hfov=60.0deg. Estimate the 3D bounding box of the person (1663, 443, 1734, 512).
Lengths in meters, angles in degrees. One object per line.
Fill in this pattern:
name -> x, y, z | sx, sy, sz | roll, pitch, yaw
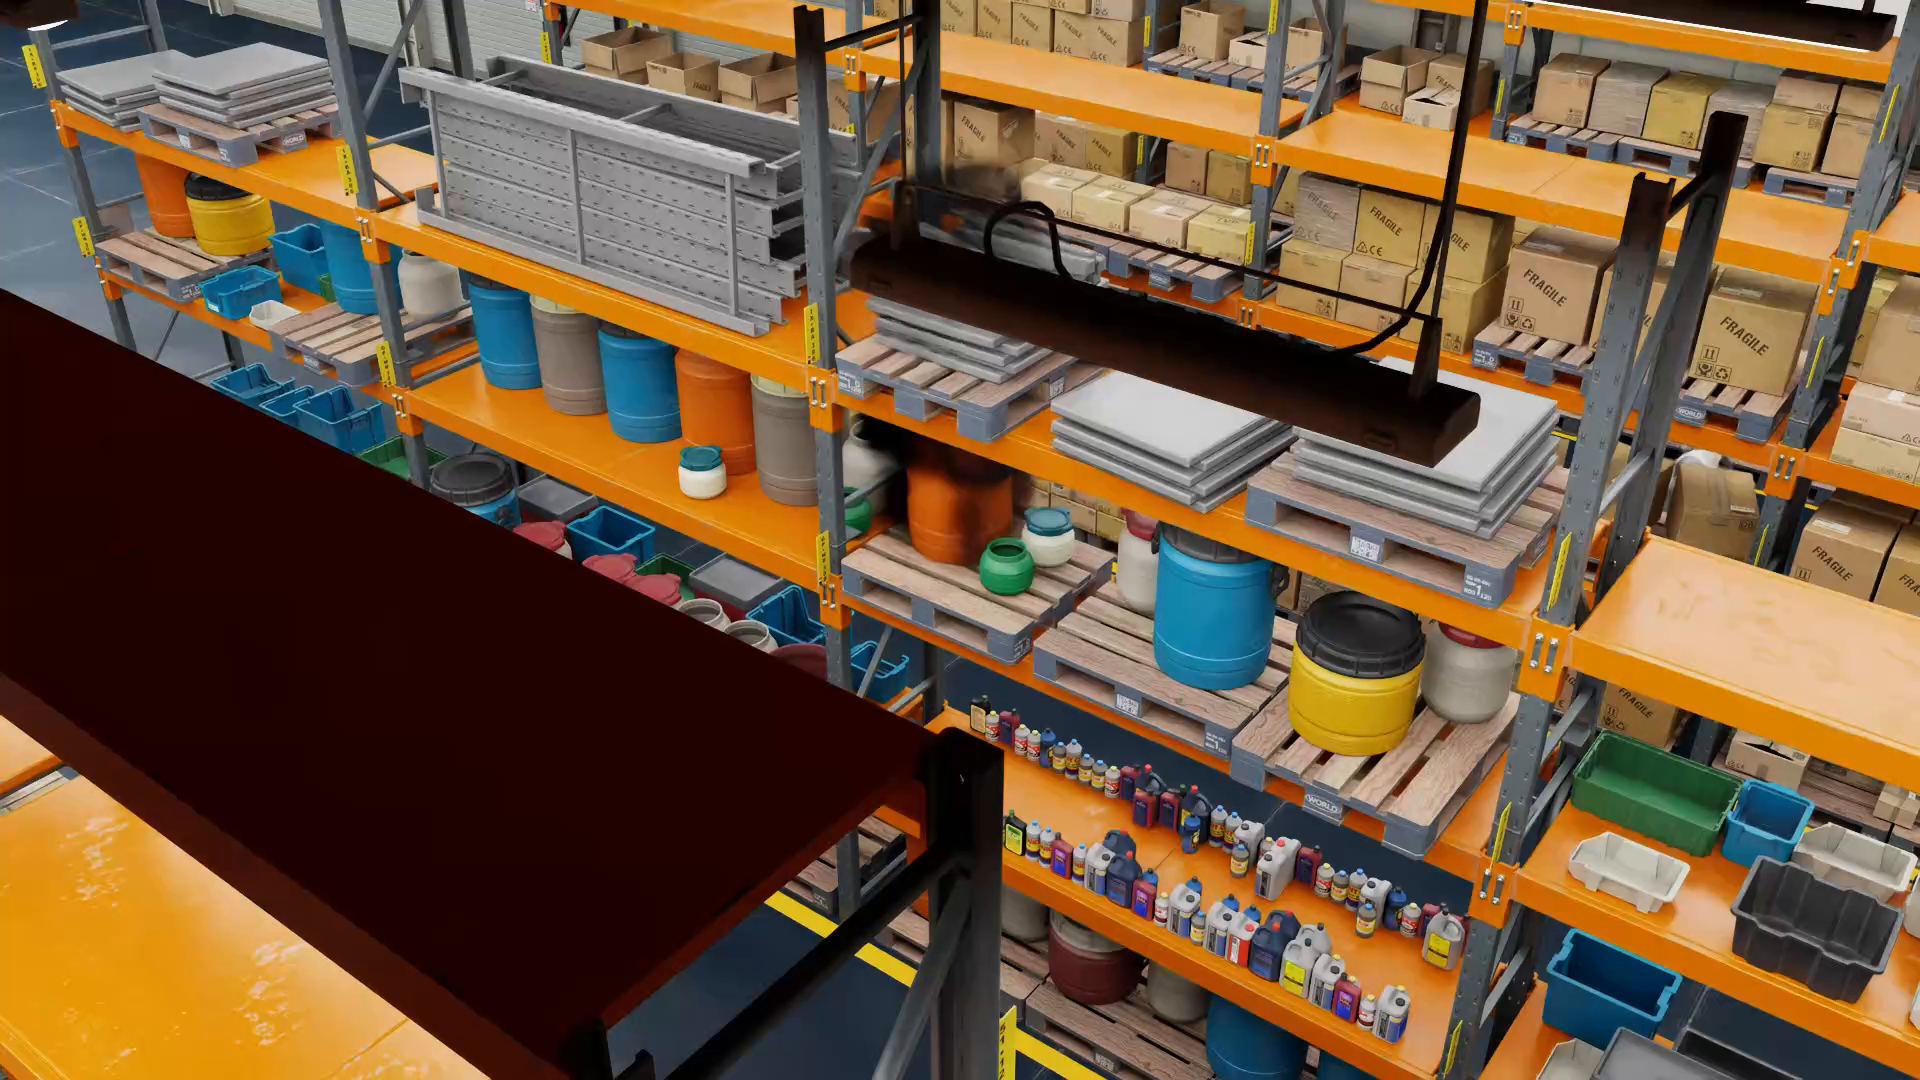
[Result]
person -> 6.095, -0.296, 14.087 | 0.682, 1.760, 0.675 | 22, 38, 32
